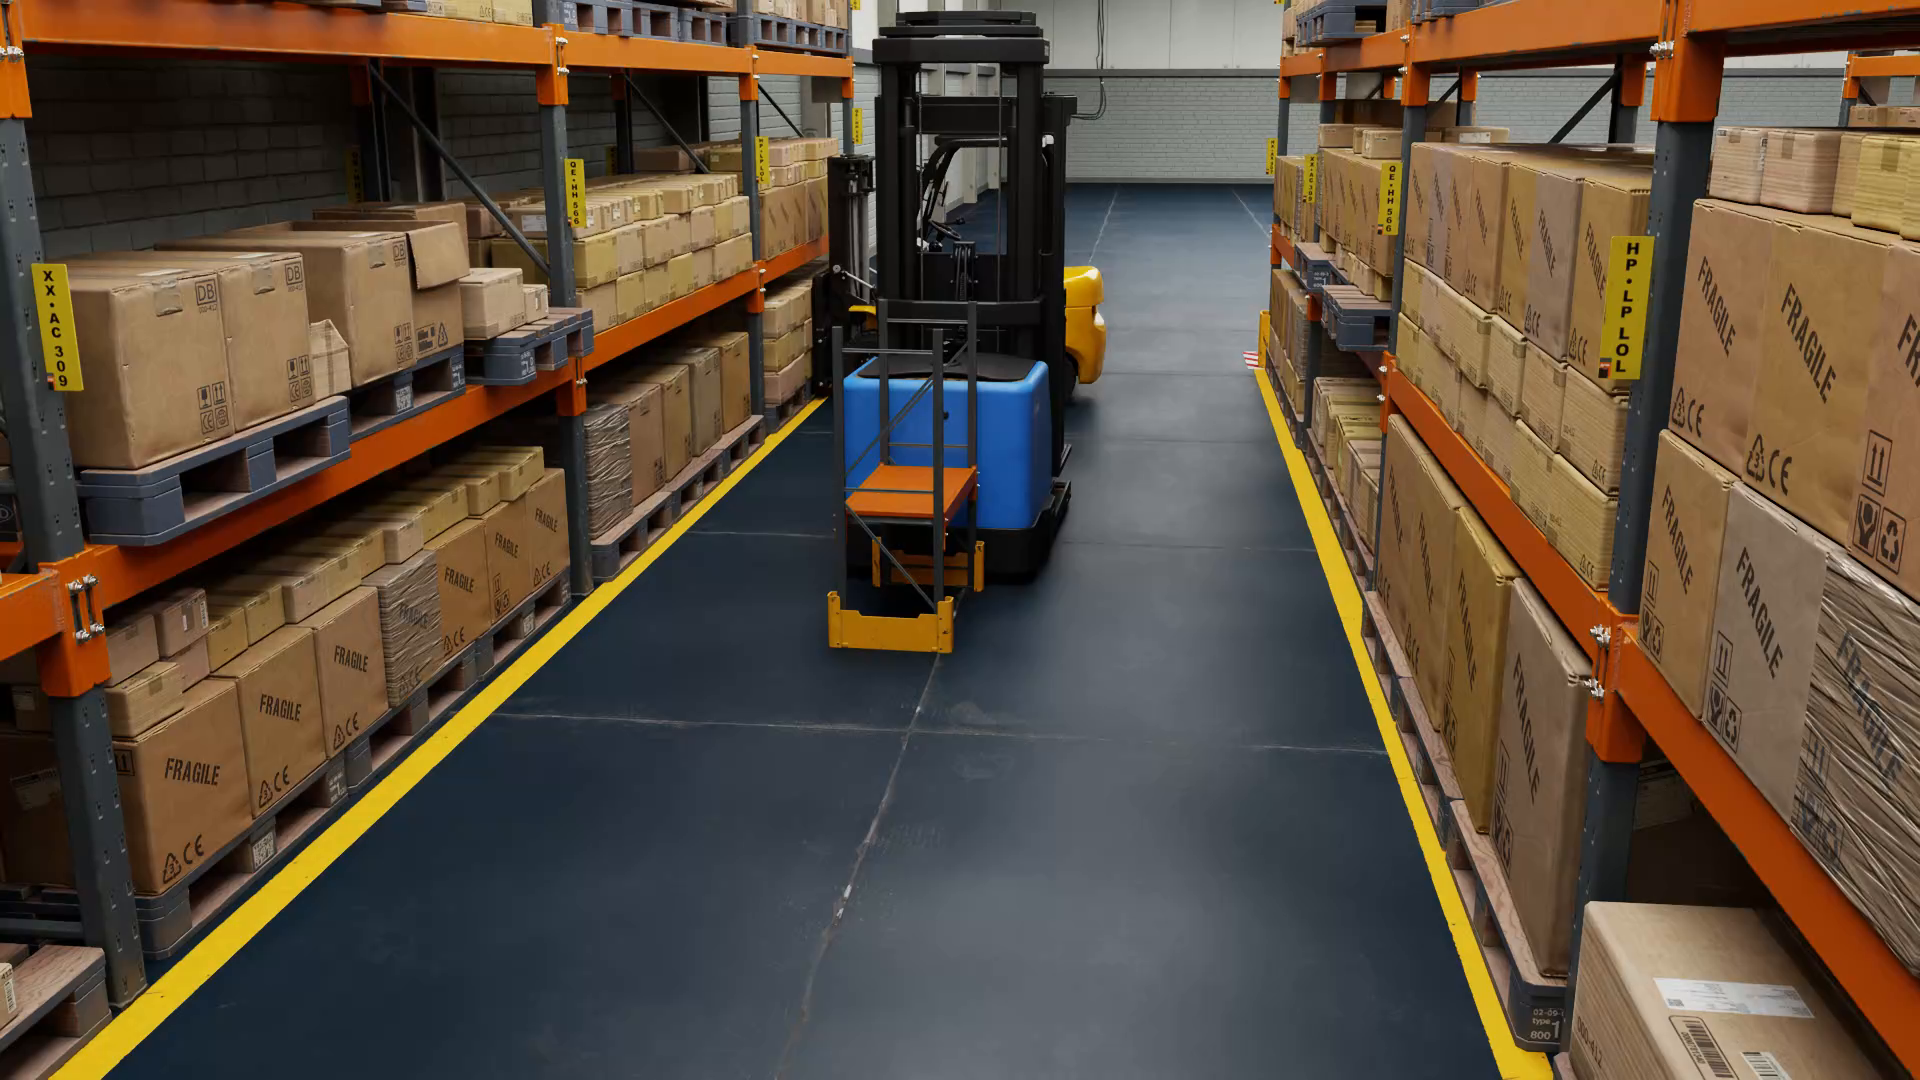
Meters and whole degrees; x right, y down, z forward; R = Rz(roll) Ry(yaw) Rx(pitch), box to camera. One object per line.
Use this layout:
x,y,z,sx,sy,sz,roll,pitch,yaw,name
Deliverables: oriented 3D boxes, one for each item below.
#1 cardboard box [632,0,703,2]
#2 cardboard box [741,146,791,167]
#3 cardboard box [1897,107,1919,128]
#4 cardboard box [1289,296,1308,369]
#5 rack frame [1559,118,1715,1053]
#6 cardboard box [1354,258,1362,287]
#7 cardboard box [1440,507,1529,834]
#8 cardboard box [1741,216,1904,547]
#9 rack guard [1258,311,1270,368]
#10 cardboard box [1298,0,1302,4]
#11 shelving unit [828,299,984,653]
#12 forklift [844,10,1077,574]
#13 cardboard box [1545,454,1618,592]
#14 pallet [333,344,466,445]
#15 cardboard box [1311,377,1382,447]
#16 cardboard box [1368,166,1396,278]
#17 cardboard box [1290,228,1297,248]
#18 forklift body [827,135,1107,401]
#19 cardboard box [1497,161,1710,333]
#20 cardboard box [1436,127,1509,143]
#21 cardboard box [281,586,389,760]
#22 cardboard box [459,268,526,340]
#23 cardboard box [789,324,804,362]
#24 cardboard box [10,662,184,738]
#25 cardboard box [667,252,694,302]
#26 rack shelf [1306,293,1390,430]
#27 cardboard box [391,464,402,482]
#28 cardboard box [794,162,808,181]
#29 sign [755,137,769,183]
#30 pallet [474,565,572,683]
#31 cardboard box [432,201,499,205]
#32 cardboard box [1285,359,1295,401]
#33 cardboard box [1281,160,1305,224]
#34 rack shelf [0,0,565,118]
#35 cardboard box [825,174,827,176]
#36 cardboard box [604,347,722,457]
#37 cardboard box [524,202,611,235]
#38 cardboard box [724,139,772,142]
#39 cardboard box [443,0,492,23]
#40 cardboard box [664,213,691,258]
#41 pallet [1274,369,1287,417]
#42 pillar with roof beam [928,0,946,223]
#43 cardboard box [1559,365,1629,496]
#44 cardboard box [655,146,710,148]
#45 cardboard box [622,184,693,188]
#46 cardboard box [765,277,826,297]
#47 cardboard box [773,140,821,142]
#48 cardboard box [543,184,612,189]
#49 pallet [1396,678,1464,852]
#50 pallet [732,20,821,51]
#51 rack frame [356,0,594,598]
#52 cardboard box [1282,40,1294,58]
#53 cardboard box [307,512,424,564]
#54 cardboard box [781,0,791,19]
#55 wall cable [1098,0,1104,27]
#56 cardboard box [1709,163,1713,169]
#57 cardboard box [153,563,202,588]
-1.887,-3.478,10.207,0.500,0.311,0.500,1,15,4,cardboard box
-1.539,-2.996,12.991,0.380,0.149,0.250,2,15,8,cardboard box
8.104,-3.201,13.397,0.875,0.550,0.550,2,15,6,cardboard box
2.828,-1.602,12.866,0.500,0.500,0.500,2,15,7,cardboard box
2.069,0.004,3.901,1.000,3.000,0.127,2,15,6,rack frame
2.302,-1.410,8.808,0.380,0.149,0.250,1,15,4,cardboard box
2.154,0.429,5.595,0.875,0.875,0.875,2,15,8,cardboard box
1.712,-0.280,2.844,0.500,0.500,0.500,1,15,6,cardboard box
3.415,-1.882,15.665,1.175,0.500,0.348,2,15,6,rack guard
2.933,-4.410,13.431,0.380,0.149,0.250,2,15,8,cardboard box
-0.245,-0.349,8.078,0.587,1.500,1.083,2,15,9,shelving unit
0.098,-1.576,9.876,1.130,2.935,3.031,2,15,9,forklift
1.869,-0.048,4.379,0.500,0.250,0.500,1,15,5,cardboard box
-2.627,-0.582,6.434,1.003,0.211,1.213,2,15,6,pallet
2.915,-0.869,11.360,0.950,0.372,0.625,2,15,7,cardboard box
2.296,-1.554,8.098,0.500,0.500,0.500,1,15,5,cardboard box
2.868,-2.439,13.417,0.380,0.149,0.250,2,15,7,cardboard box
0.090,-2.298,14.042,2.313,2.155,1.214,2,15,6,forklift body
1.998,-0.916,5.195,0.500,0.500,0.500,2,15,8,cardboard box
3.072,-2.401,9.988,0.380,0.149,0.250,1,15,4,cardboard box
-2.474,0.476,6.139,0.500,0.500,0.500,1,15,5,cardboard box
-2.209,-1.026,7.193,0.500,0.250,0.500,1,15,4,cardboard box
-1.544,-1.580,13.264,0.500,0.250,0.500,2,15,6,cardboard box
-2.558,0.464,4.940,0.380,0.149,0.250,2,15,9,cardboard box
-1.946,-1.613,10.168,0.500,0.250,0.500,2,15,8,cardboard box
2.746,-1.205,9.750,1.077,0.370,4.000,2,15,6,rack shelf
-2.837,-0.294,7.744,0.380,0.149,0.250,2,15,8,cardboard box
-1.469,-3.053,13.772,0.380,0.149,0.250,1,15,5,cardboard box
-1.420,-2.724,11.921,0.100,0.325,0.005,2,15,6,sign
-2.534,0.360,7.927,1.003,0.211,1.213,2,15,6,pallet
-2.658,-1.702,8.775,0.380,0.149,0.250,2,15,8,cardboard box
2.822,-1.246,12.987,0.500,0.250,0.500,1,15,5,cardboard box
2.983,-2.919,13.949,0.500,0.500,0.500,1,15,5,cardboard box
-2.637,-1.761,6.059,1.077,0.370,4.000,2,15,6,rack shelf
-1.371,-3.032,14.938,0.500,0.500,0.500,2,15,8,cardboard box
-2.103,-0.936,11.122,0.875,0.625,0.625,2,15,6,cardboard box
-2.054,-1.684,8.707,0.380,0.149,0.250,2,15,7,cardboard box
-1.881,-3.478,14.775,0.380,0.149,0.250,2,15,7,cardboard box
-2.284,-2.284,6.902,0.500,0.250,0.500,2,15,6,cardboard box
-1.952,-1.854,10.101,0.500,0.250,0.500,2,15,7,cardboard box
3.148,-1.218,13.760,1.003,0.211,1.213,2,15,6,pallet
3.825,-10.537,31.392,9.100,9.000,0.400,2,15,6,pillar with roof beam
1.877,-0.287,4.305,0.500,0.250,0.500,2,15,6,cardboard box
-2.172,-3.013,13.053,0.380,0.149,0.250,1,15,5,cardboard box
-1.893,-2.150,10.433,0.380,0.149,0.250,2,15,7,cardboard box
-1.415,-2.088,14.186,0.500,0.250,0.500,1,15,5,cardboard box
-1.442,-3.464,14.721,0.380,0.149,0.250,2,15,7,cardboard box
-2.410,-2.164,10.483,0.380,0.149,0.250,2,15,6,cardboard box
2.217,0.830,6.187,1.003,0.211,1.213,2,15,6,pallet
-1.750,-4.159,13.720,1.003,0.211,1.213,2,15,6,pallet
-2.412,-1.179,8.275,1.000,3.000,0.127,2,15,6,rack frame
3.063,-4.359,14.770,0.380,0.149,0.250,2,15,6,cardboard box
-2.393,-0.009,6.692,0.380,0.149,0.250,1,15,4,cardboard box
-1.521,-4.101,12.820,0.380,0.149,0.250,2,15,8,cardboard box
5.236,-15.361,45.504,3.097,2.526,0.112,2,15,6,wall cable
2.494,-0.896,5.120,0.500,0.500,0.500,1,15,5,cardboard box
-2.978,0.177,6.004,0.380,0.149,0.250,2,15,8,cardboard box
